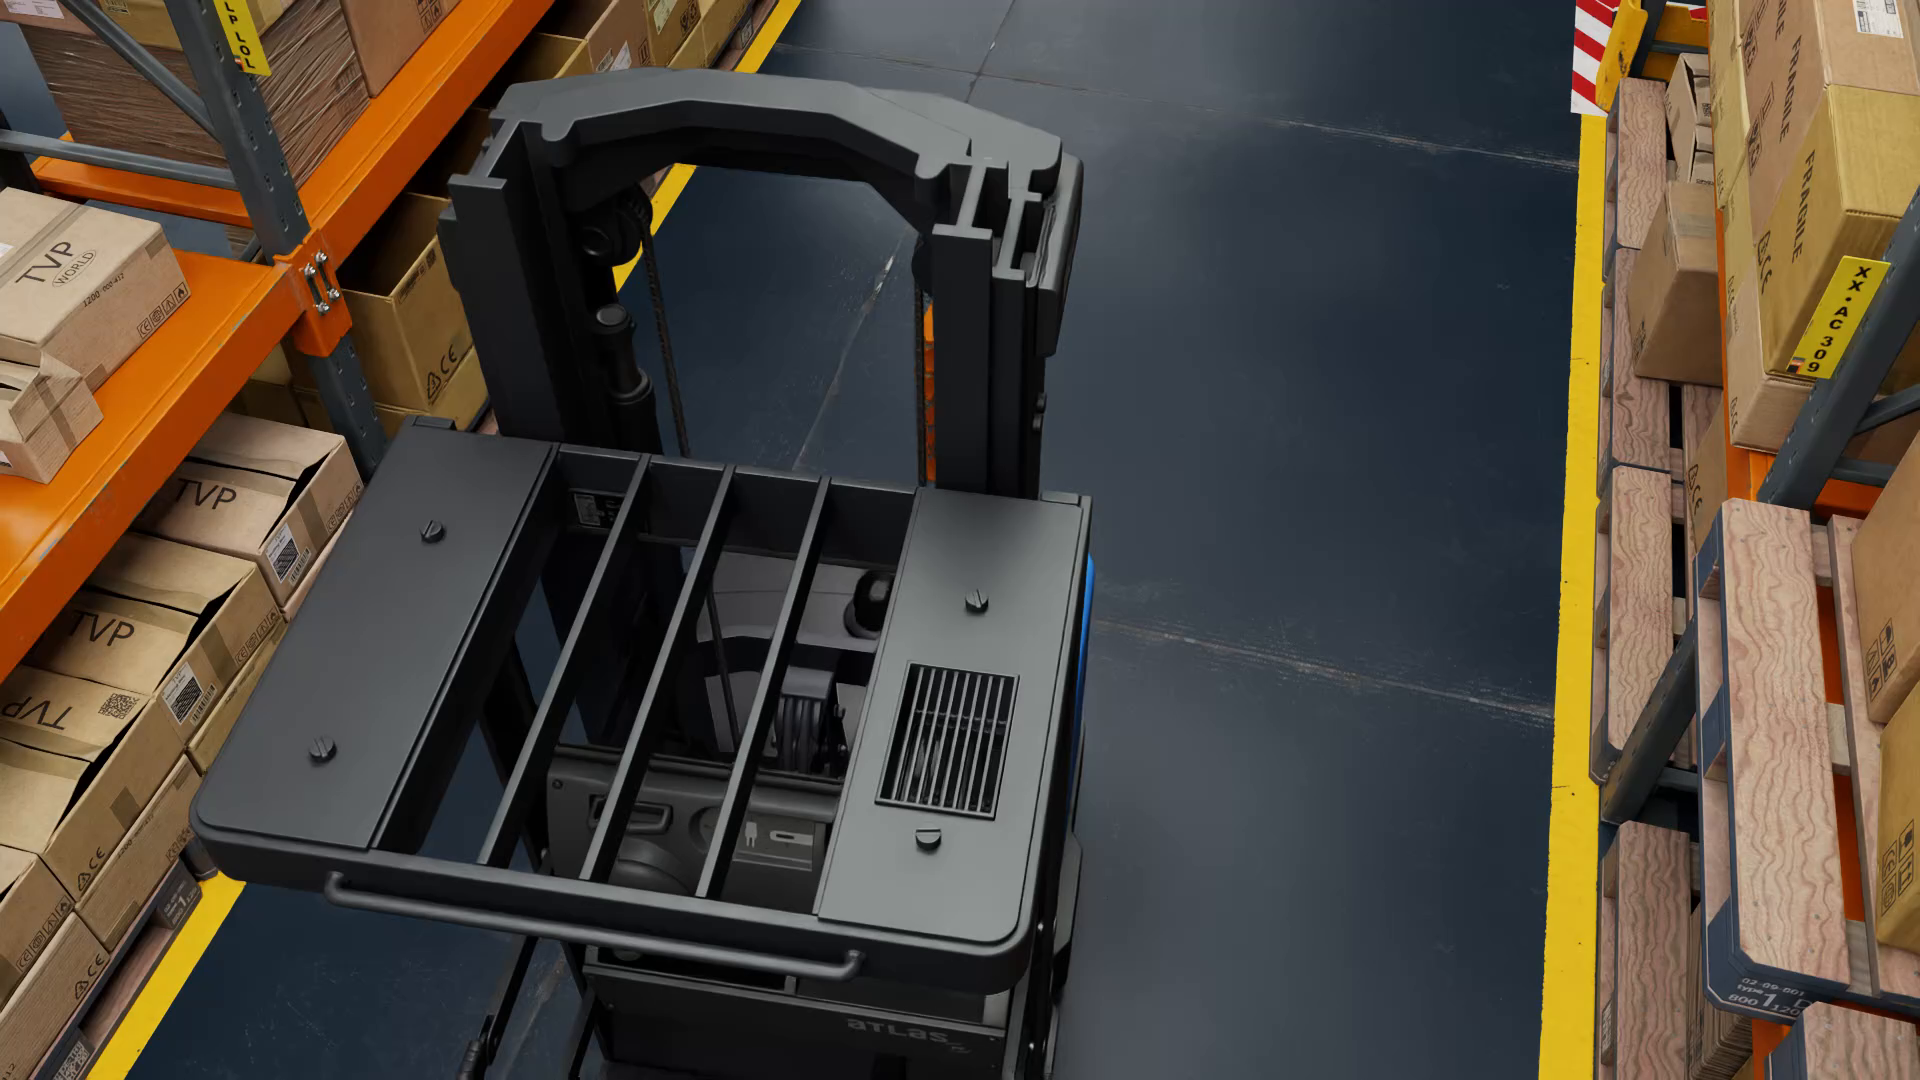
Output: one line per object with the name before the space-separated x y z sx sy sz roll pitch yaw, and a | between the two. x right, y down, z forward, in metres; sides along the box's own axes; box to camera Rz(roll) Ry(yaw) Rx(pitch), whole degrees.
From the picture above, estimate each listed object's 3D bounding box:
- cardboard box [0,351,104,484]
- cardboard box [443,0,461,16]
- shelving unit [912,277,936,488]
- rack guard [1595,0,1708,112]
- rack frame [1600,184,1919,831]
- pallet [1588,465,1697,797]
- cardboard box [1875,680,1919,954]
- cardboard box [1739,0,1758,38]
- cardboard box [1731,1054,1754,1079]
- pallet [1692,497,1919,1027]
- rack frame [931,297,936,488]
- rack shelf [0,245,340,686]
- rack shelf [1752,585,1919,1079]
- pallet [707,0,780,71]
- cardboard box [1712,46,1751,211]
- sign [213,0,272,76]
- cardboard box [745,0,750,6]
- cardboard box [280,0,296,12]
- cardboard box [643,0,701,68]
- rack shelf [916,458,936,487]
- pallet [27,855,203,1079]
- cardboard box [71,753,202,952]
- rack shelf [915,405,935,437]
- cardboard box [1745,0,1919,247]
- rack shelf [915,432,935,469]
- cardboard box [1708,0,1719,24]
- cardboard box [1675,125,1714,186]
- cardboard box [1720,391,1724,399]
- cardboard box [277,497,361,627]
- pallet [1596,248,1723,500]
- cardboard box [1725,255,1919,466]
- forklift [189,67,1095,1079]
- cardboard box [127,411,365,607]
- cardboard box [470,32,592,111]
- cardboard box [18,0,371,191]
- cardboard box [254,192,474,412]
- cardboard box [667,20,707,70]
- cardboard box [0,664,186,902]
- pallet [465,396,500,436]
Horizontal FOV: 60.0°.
cardboard box | -2.412 -0.346 4.145 0.396 0.266 0.258 10 49 9
cardboard box | -1.979 -2.163 5.592 0.700 0.500 0.500 12 50 11
shelving unit | 0.004 -0.408 5.309 0.258 1.200 0.189 12 50 10
rack guard | 3.455 -2.099 7.269 1.175 0.500 0.348 12 50 10
rack frame | 2.422 -0.088 3.827 1.000 3.000 0.127 12 50 10
pallet | 2.565 0.342 5.308 1.003 0.211 1.213 12 50 10
cardboard box | 2.101 0.497 2.950 0.700 0.500 0.500 16 51 14
cardboard box | 2.653 -1.797 4.922 0.500 0.500 0.500 13 50 11
cardboard box | 2.157 1.513 3.788 0.700 0.500 0.500 11 49 9
pallet | 2.081 0.499 3.437 1.003 0.211 1.213 12 50 10
rack frame | 0.028 -0.474 5.368 0.240 1.200 0.006 12 50 10
rack shelf | -2.884 0.622 3.681 1.077 0.370 4.000 12 50 10
rack shelf | 1.896 1.596 2.820 1.077 0.370 4.000 12 50 10
pallet | -1.466 -2.472 7.791 1.003 0.211 1.213 12 50 10
cardboard box | 2.511 -1.173 4.872 0.500 0.250 0.500 11 50 10
sign | -1.832 -1.320 4.195 0.100 0.325 0.005 12 50 10
cardboard box | -1.161 -2.739 7.721 0.500 0.250 0.500 12 50 10
cardboard box | -2.034 -1.649 4.705 0.380 0.149 0.250 12 50 11
cardboard box | -1.408 -2.261 6.798 0.500 0.500 0.500 12 50 10
rack shelf | 0.004 -0.219 5.523 0.258 0.103 0.180 12 50 10
pallet | -2.833 1.285 4.475 1.003 0.211 1.213 12 50 10
cardboard box | -2.456 0.801 4.597 0.500 0.250 0.500 13 50 11
rack shelf | 0.004 -0.378 5.343 0.258 0.103 0.180 12 50 10
cardboard box | 2.374 -1.059 4.270 0.500 0.500 0.500 11 50 10
rack shelf | 0.004 -0.299 5.433 0.258 0.103 0.180 12 50 10
cardboard box | 2.778 -1.903 5.515 0.500 0.250 0.500 11 49 9
cardboard box | 3.056 -1.342 6.434 0.500 0.311 0.500 15 50 13
cardboard box | 2.863 -0.443 5.749 0.380 0.149 0.250 8 49 7
cardboard box | -2.187 0.065 5.246 0.500 0.250 0.500 11 50 10
pallet | 2.884 -0.544 6.089 1.003 0.211 1.213 12 50 10
cardboard box | 2.255 -0.448 4.231 0.500 0.250 0.500 12 50 10
forklift | -0.384 0.774 3.112 1.130 2.935 3.031 7 49 6
cardboard box | -2.188 -0.128 5.042 0.500 0.311 0.500 12 50 10
cardboard box | -1.671 -1.537 6.160 0.500 0.500 0.500 12 50 10
cardboard box | -2.247 -1.418 4.935 0.700 0.500 0.500 10 49 9
cardboard box | -1.934 -0.814 5.521 0.500 0.500 0.500 12 50 10
cardboard box | -1.411 -2.013 7.080 0.500 0.250 0.500 12 50 10
cardboard box | -2.452 0.610 4.391 0.500 0.311 0.500 11 50 10
pallet | -2.108 -0.707 6.233 1.003 0.211 1.213 12 50 10
